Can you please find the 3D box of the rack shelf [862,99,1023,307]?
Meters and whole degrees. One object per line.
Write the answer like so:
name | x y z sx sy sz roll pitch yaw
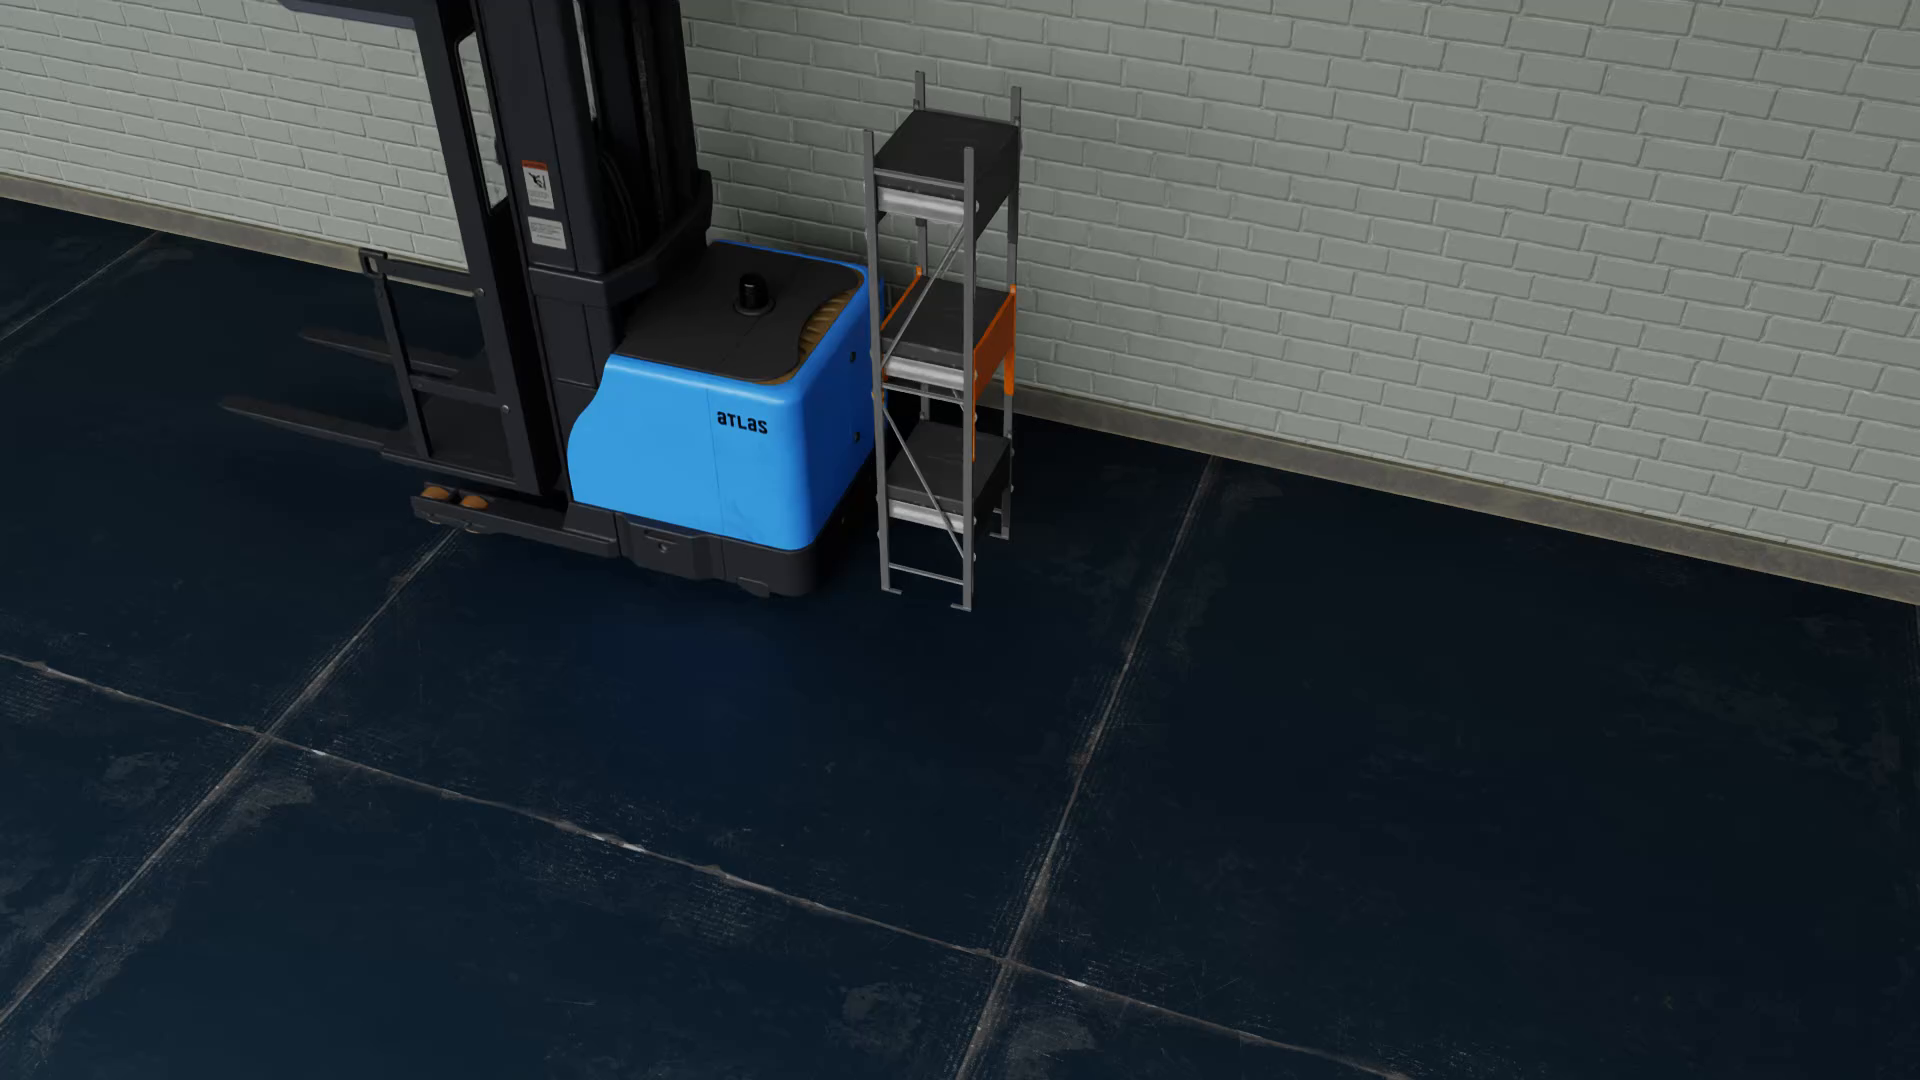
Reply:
rack shelf | -0.057 -1.220 6.005 0.431 0.518 0.480 13 42 15

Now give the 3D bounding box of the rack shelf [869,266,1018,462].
rack shelf | -0.057 -0.687 6.459 0.431 0.518 0.480 13 42 15

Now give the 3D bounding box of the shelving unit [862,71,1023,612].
shelving unit | -0.057 -0.698 6.450 0.431 2.100 0.503 13 42 15

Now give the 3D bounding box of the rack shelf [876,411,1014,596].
rack shelf | -0.057 -0.155 6.913 0.431 0.518 0.480 13 42 15

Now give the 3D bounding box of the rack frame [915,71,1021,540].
rack frame | 0.027 -0.847 6.625 0.400 2.100 0.015 13 42 15

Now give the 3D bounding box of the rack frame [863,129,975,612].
rack frame | -0.140 -0.549 6.276 0.400 2.100 0.015 13 42 15

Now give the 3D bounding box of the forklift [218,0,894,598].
forklift | -1.875 -1.453 6.694 3.031 2.935 1.130 13 42 15
